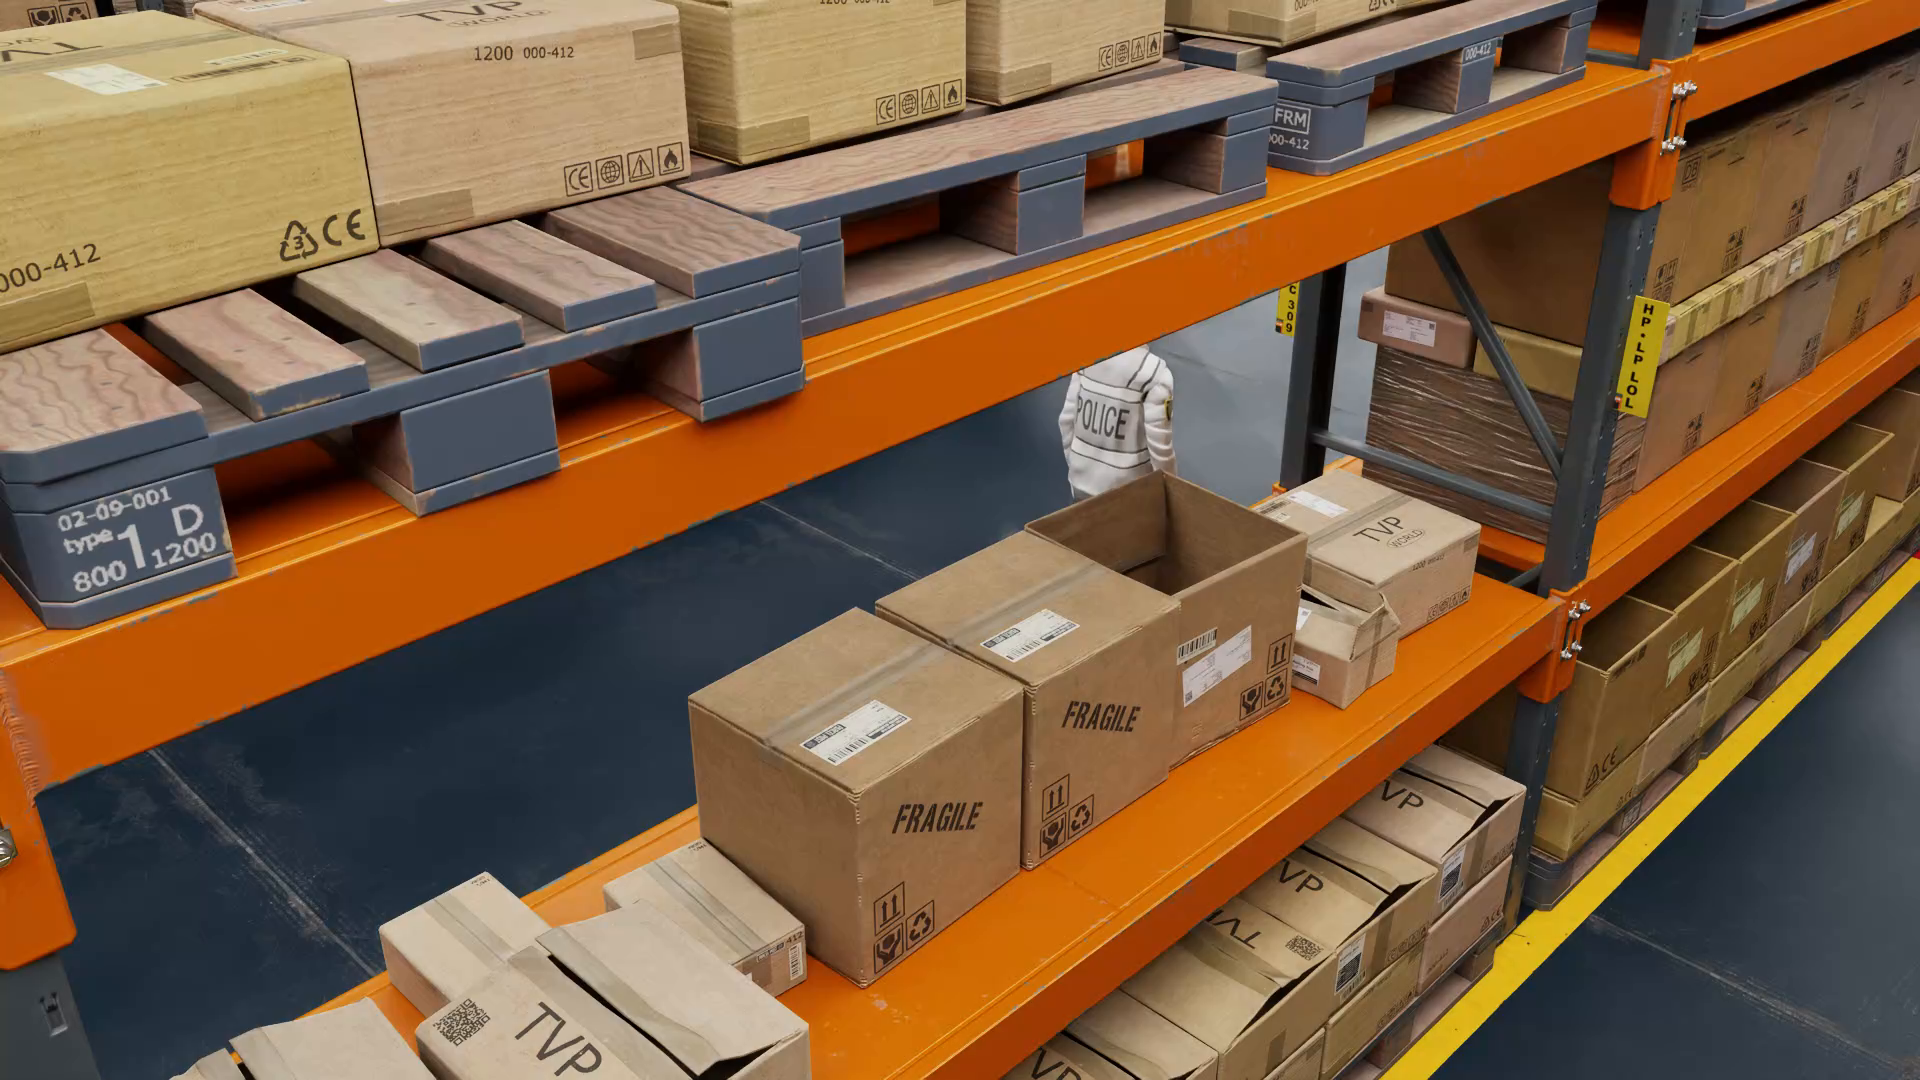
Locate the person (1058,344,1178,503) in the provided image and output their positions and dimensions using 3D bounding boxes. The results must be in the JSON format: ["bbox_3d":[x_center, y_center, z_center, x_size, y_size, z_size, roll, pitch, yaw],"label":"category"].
[{"bbox_3d":[0.630,-0.212,6.519,0.541,1.661,0.375,23,36,37],"label":"person"}]
